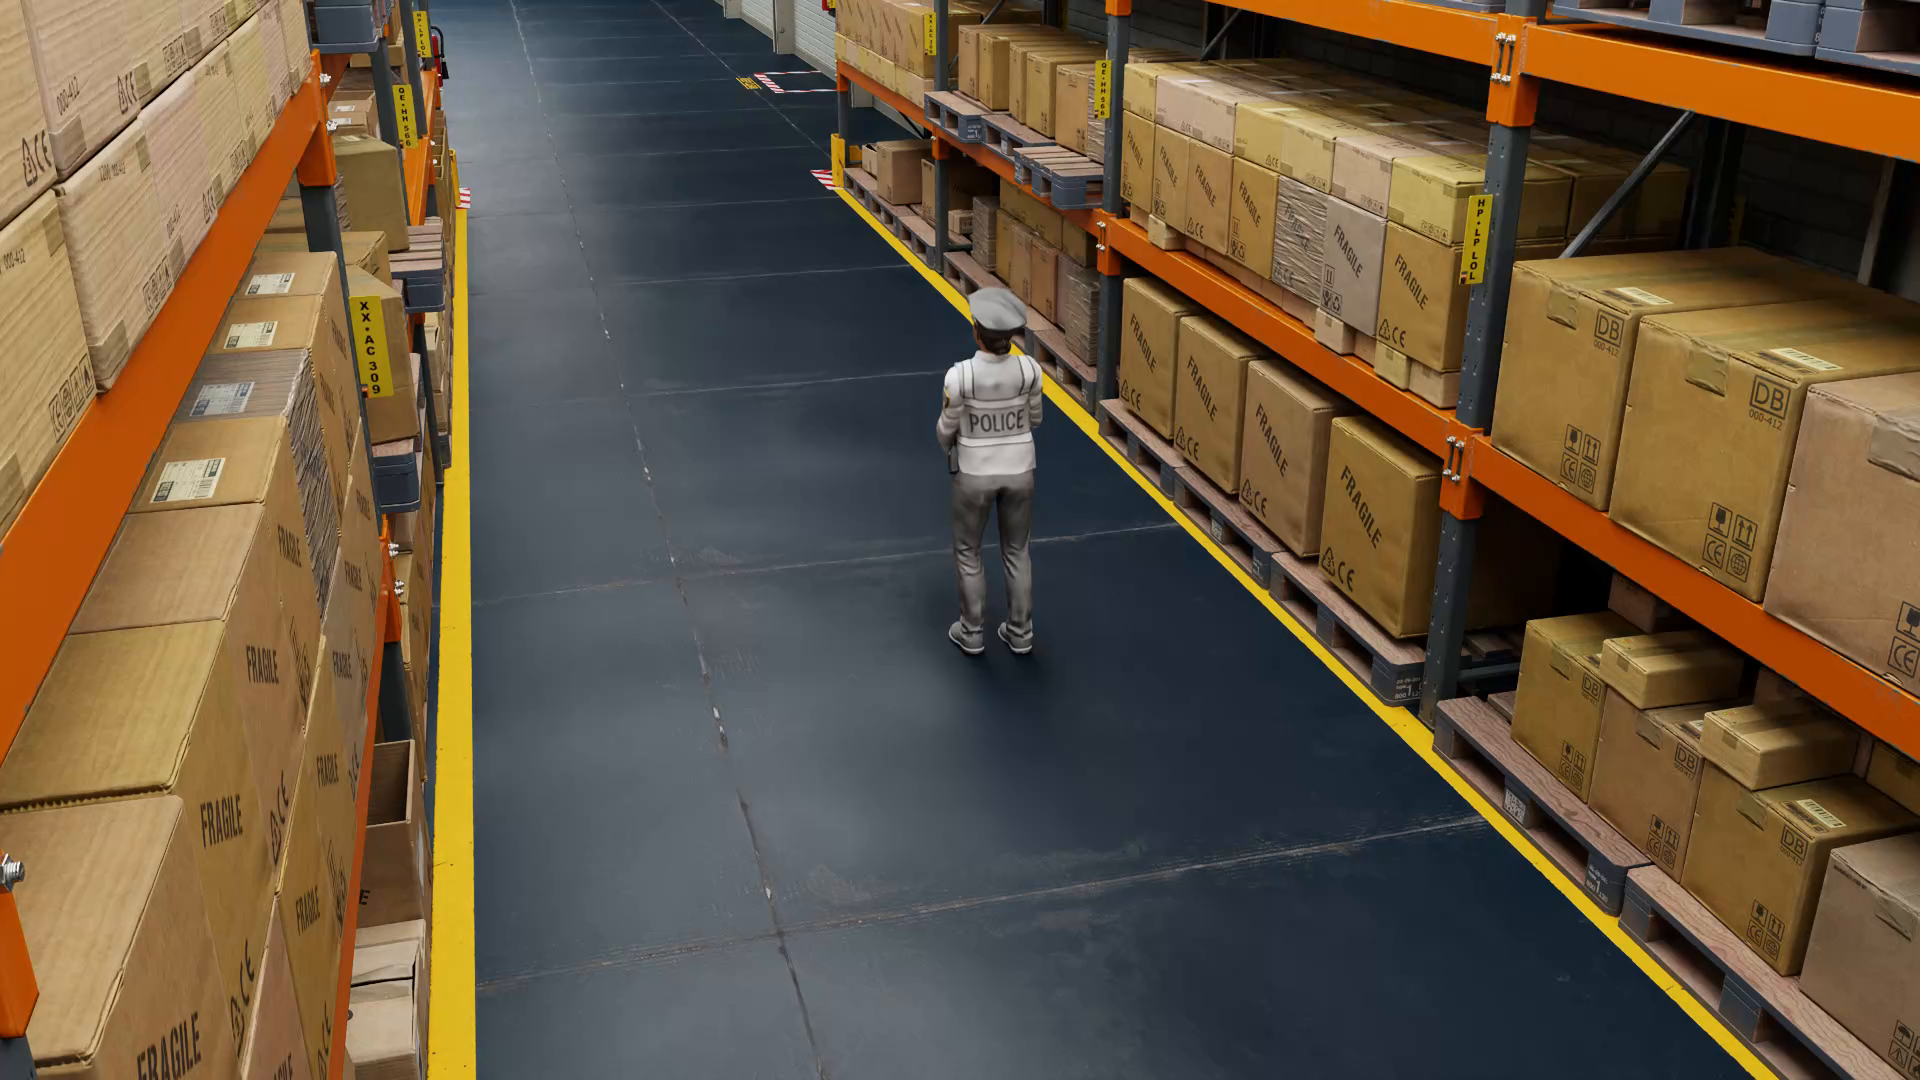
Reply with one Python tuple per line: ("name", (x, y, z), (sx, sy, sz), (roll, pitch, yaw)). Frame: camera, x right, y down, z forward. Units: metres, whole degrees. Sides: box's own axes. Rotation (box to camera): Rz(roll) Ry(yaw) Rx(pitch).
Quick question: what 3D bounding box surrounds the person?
("person", (0.125, -0.304, 7.278), (0.459, 1.686, 0.563), (-6, 24, -14))
